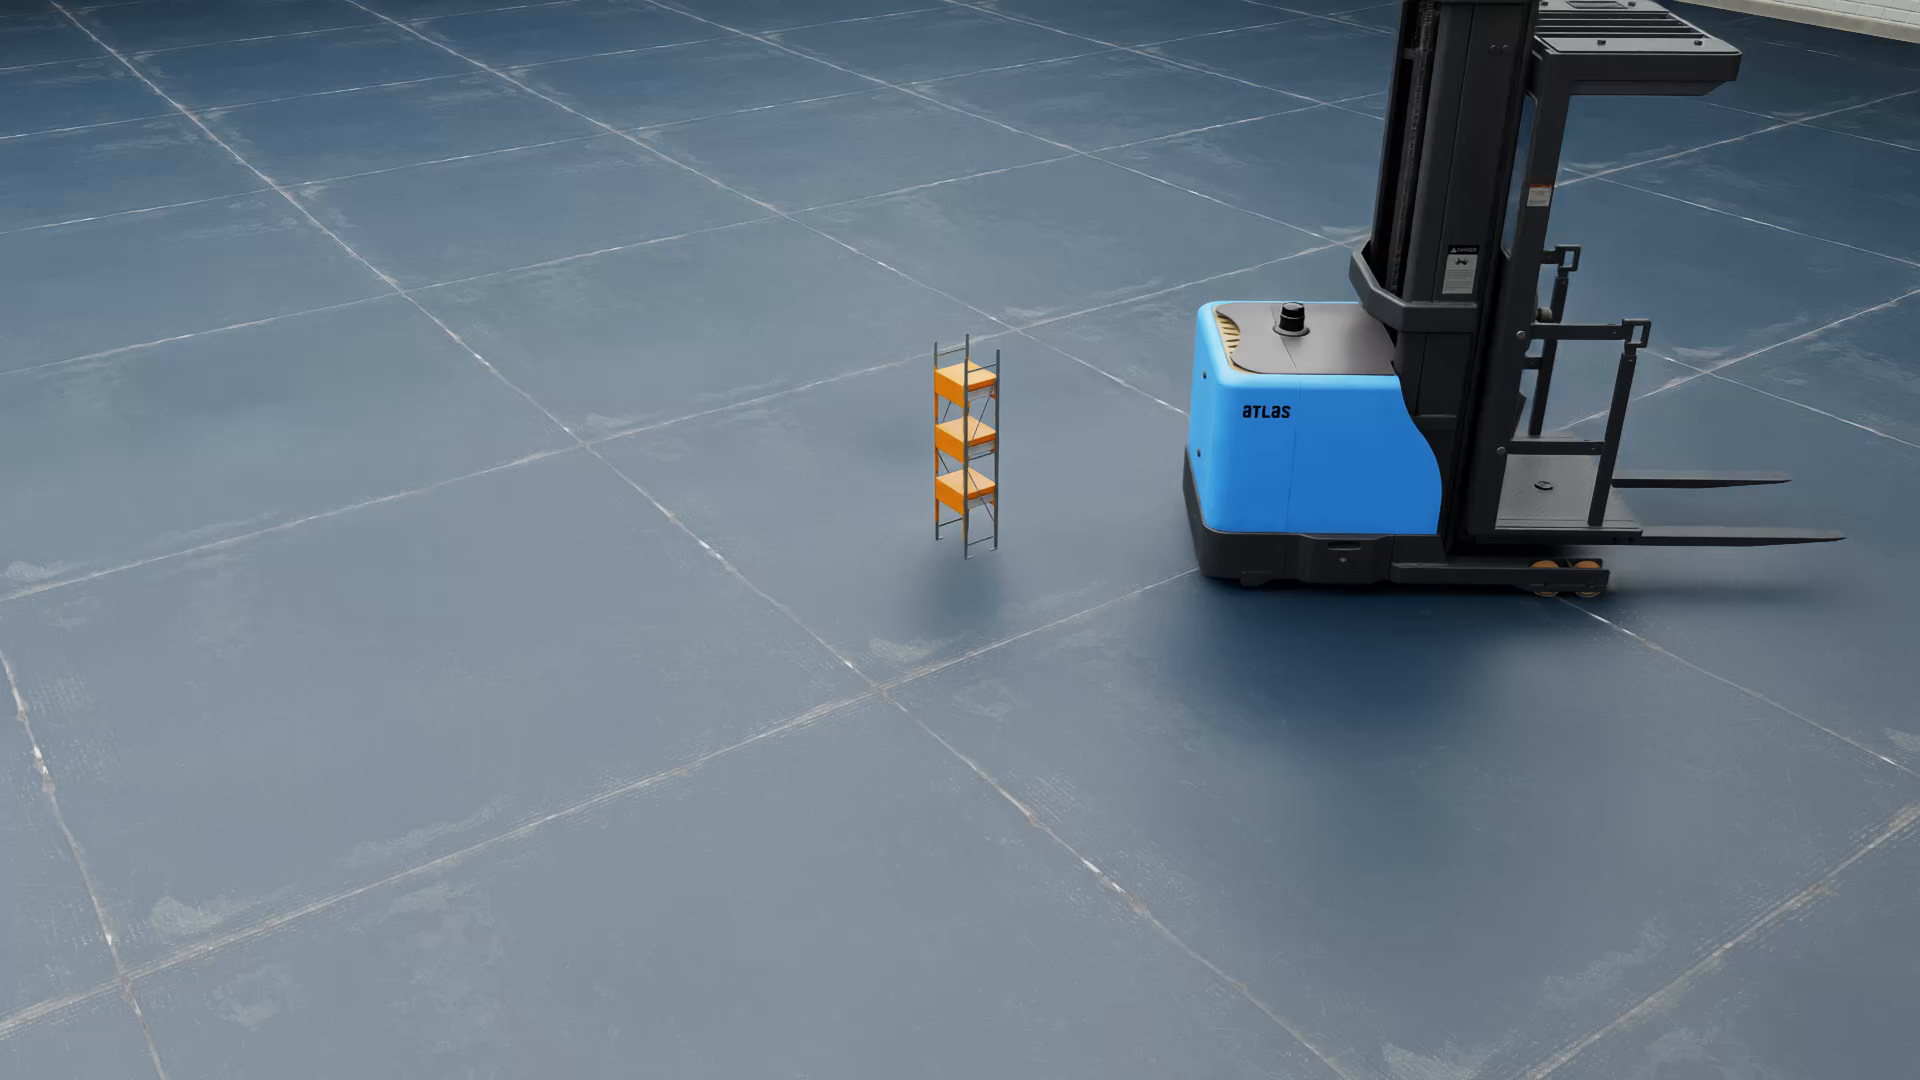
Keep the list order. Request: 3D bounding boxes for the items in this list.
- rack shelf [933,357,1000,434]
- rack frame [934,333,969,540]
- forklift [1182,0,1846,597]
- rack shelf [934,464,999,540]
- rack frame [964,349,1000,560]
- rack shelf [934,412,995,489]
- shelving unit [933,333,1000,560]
[{"bbox_3d":[0.031,-0.681,7.831,0.215,0.259,0.240,-19,34,-31],"label":"rack shelf"},{"bbox_3d":[-0.040,-0.488,8.048,0.200,1.050,0.008,-19,34,-31],"label":"rack frame"},{"bbox_3d":[2.655,-1.279,7.534,3.031,2.935,1.130,1,29,1],"label":"forklift"},{"bbox_3d":[0.031,-0.187,8.099,0.215,0.259,0.240,-19,34,-31],"label":"rack shelf"},{"bbox_3d":[0.102,-0.393,7.874,0.200,1.050,0.008,-19,34,-31],"label":"rack frame"},{"bbox_3d":[0.031,-0.431,7.966,0.215,0.259,0.240,-19,34,-31],"label":"rack shelf"},{"bbox_3d":[0.031,-0.441,7.961,0.215,1.050,0.252,-19,34,-31],"label":"shelving unit"}]
